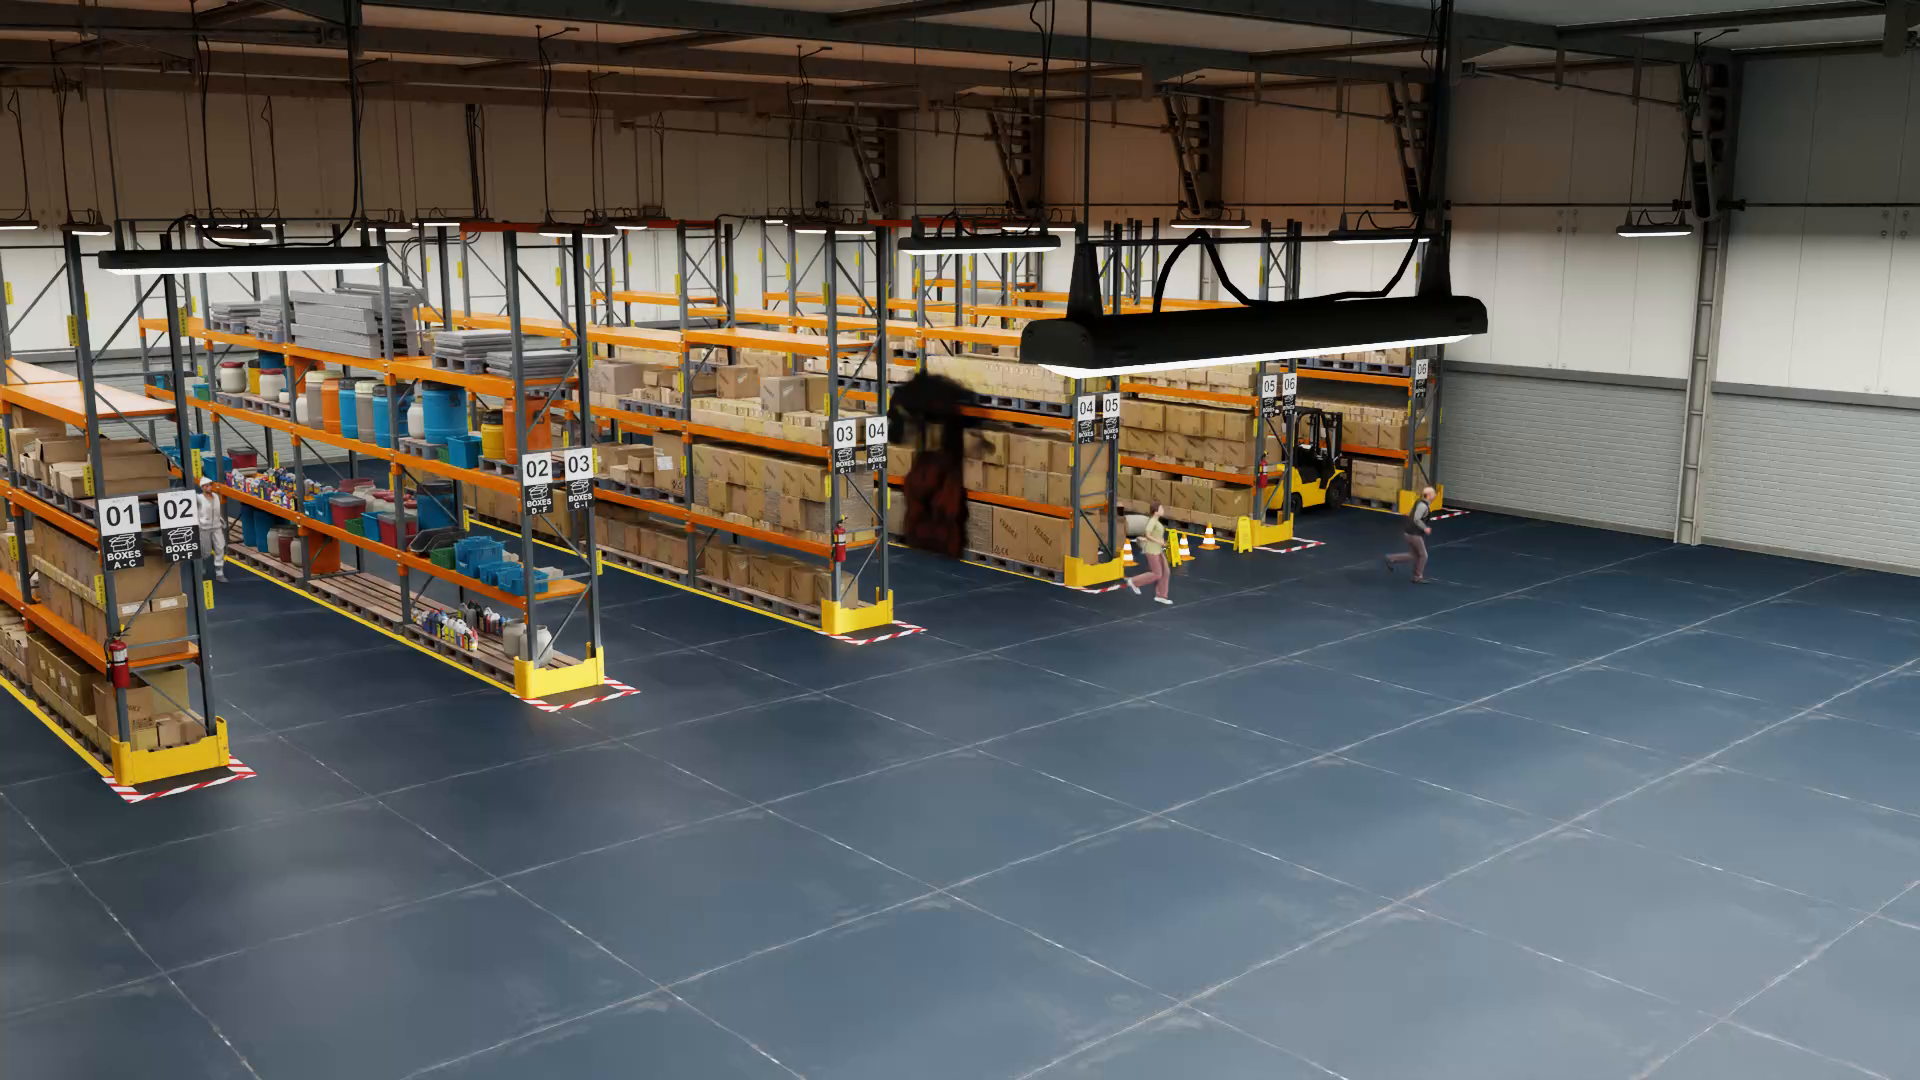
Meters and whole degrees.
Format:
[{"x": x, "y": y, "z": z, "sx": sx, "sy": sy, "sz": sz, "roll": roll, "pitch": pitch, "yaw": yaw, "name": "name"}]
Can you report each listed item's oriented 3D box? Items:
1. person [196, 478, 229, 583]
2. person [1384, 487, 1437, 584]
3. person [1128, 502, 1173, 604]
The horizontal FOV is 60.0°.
[{"x": -12.791, "y": -0.183, "z": 28.288, "sx": 0.899, "sy": 1.781, "sz": 0.656, "roll": 9, "pitch": 15, "yaw": 39, "name": "person"}, {"x": 7.596, "y": -0.074, "z": 28.101, "sx": 0.810, "sy": 1.673, "sz": 0.636, "roll": 3, "pitch": 12, "yaw": 16, "name": "person"}, {"x": 3.083, "y": 0.211, "z": 26.770, "sx": 0.742, "sy": 1.669, "sz": 0.615, "roll": 3, "pitch": 12, "yaw": 16, "name": "person"}]
